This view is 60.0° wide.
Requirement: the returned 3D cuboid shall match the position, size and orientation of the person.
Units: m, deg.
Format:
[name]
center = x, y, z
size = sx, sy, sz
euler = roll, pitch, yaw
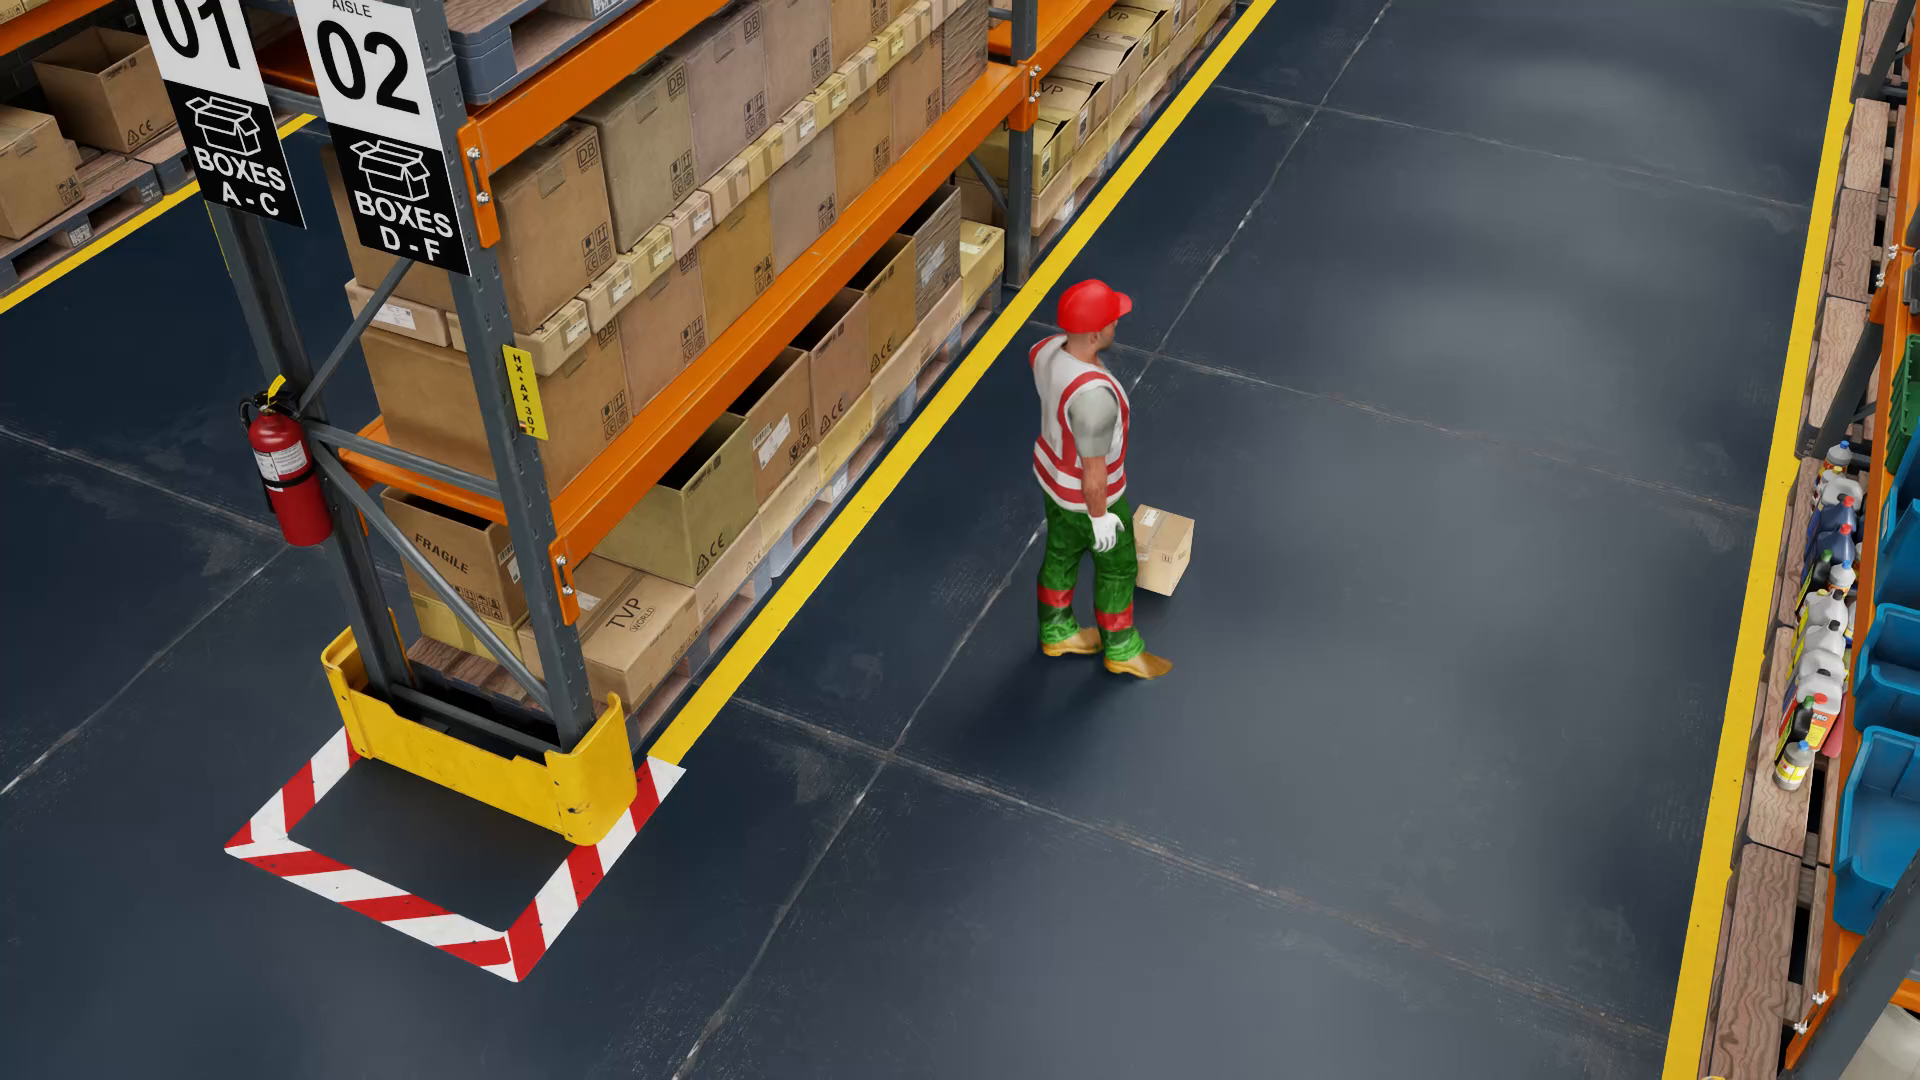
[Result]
[person]
center = 0.554, -0.224, 6.400
size = 0.522, 1.815, 0.558
euler = -15, 44, -16
